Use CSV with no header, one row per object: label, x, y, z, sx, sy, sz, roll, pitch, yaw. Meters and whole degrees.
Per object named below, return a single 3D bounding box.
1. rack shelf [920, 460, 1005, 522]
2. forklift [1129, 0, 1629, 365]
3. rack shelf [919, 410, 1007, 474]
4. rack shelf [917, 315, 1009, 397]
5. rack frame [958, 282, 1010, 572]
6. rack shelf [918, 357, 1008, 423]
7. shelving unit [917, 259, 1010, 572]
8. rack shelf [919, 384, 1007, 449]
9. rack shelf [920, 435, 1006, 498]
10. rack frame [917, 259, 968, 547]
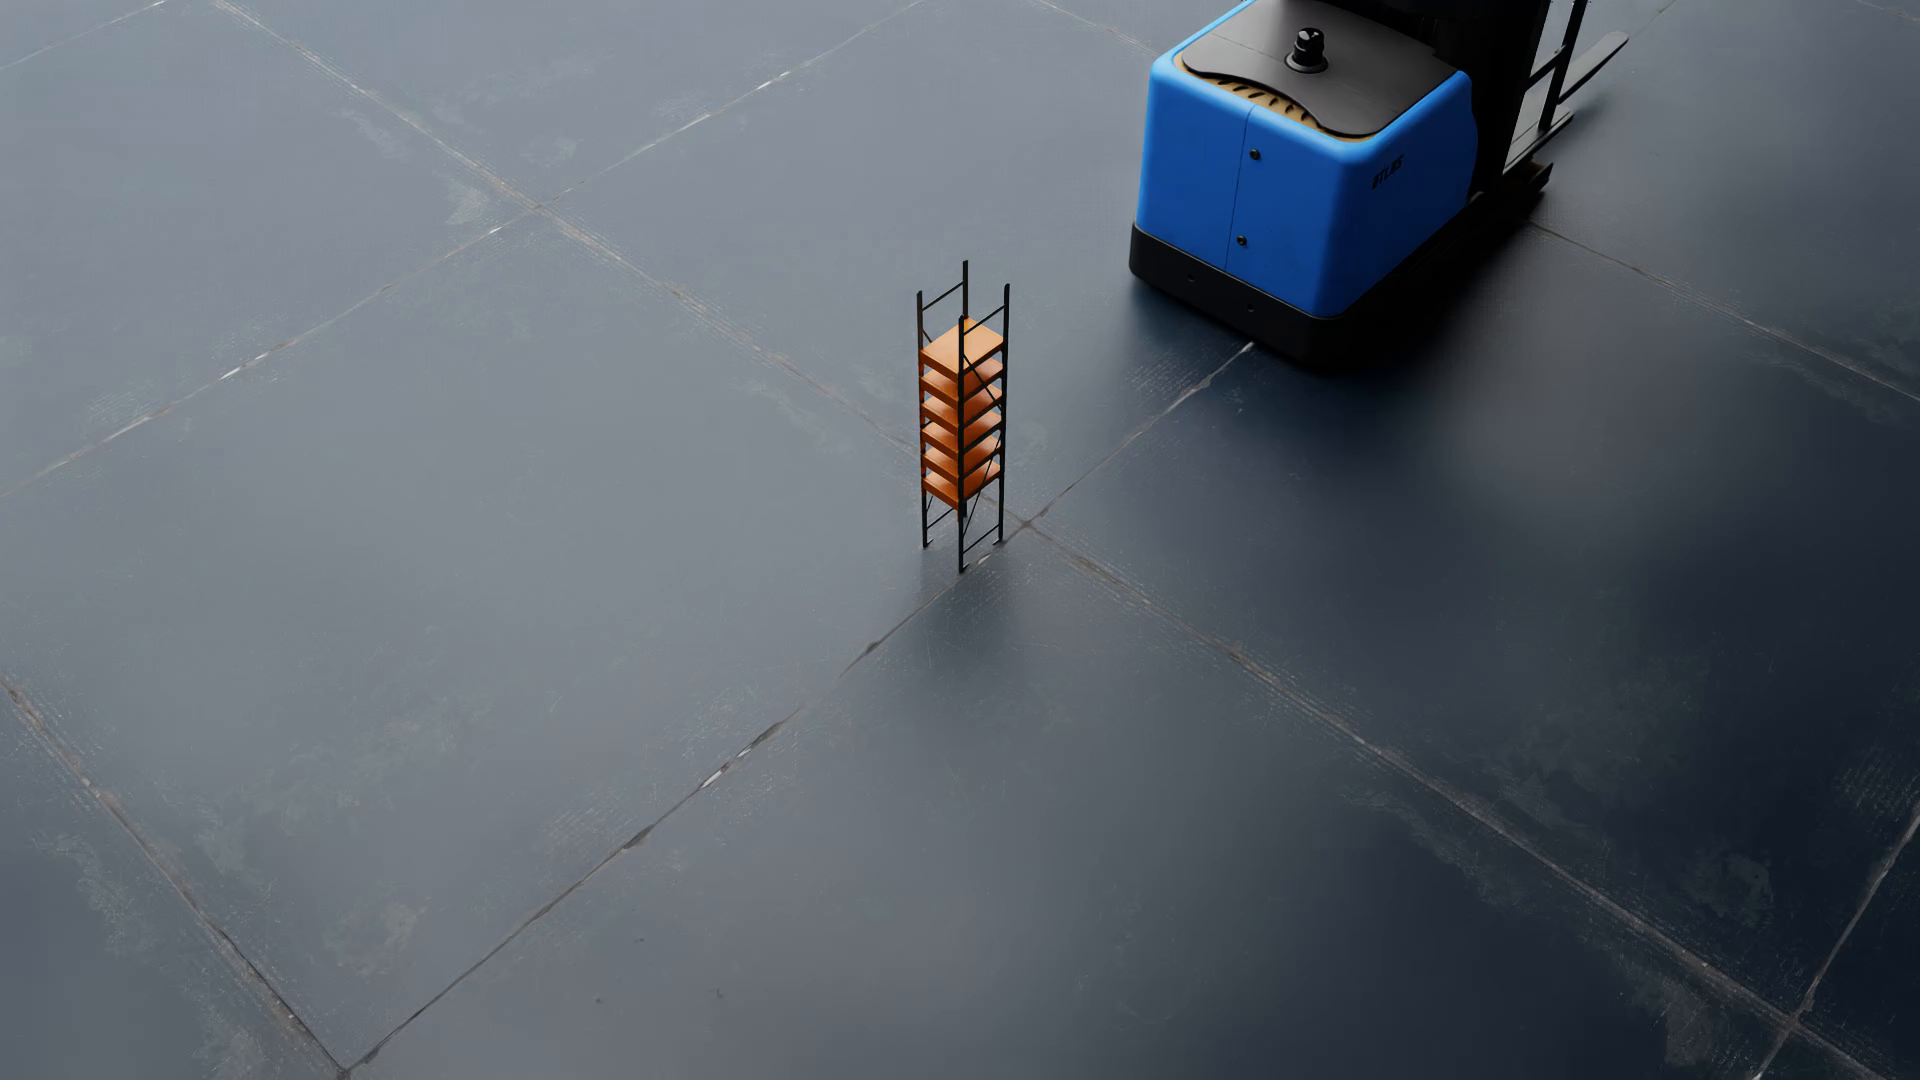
rack shelf,0.011,-0.209,6.013,0.180,0.103,0.258,34,55,28
forklift,2.093,-2.717,6.790,1.130,2.935,3.031,33,55,27
rack shelf,0.011,-0.373,5.838,0.180,0.103,0.258,34,55,28
rack shelf,0.011,-0.620,5.576,0.180,0.103,0.258,34,55,28
rack frame,0.078,-0.358,5.763,0.006,1.200,0.240,34,55,28
rack shelf,0.011,-0.537,5.663,0.180,0.103,0.258,34,55,28
shelving unit,0.011,-0.404,5.806,0.189,1.200,0.258,34,55,28
rack shelf,0.011,-0.455,5.751,0.180,0.103,0.258,34,55,28
rack shelf,0.011,-0.291,5.926,0.180,0.103,0.258,34,55,28
rack frame,-0.057,-0.449,5.848,0.006,1.200,0.240,34,55,28
